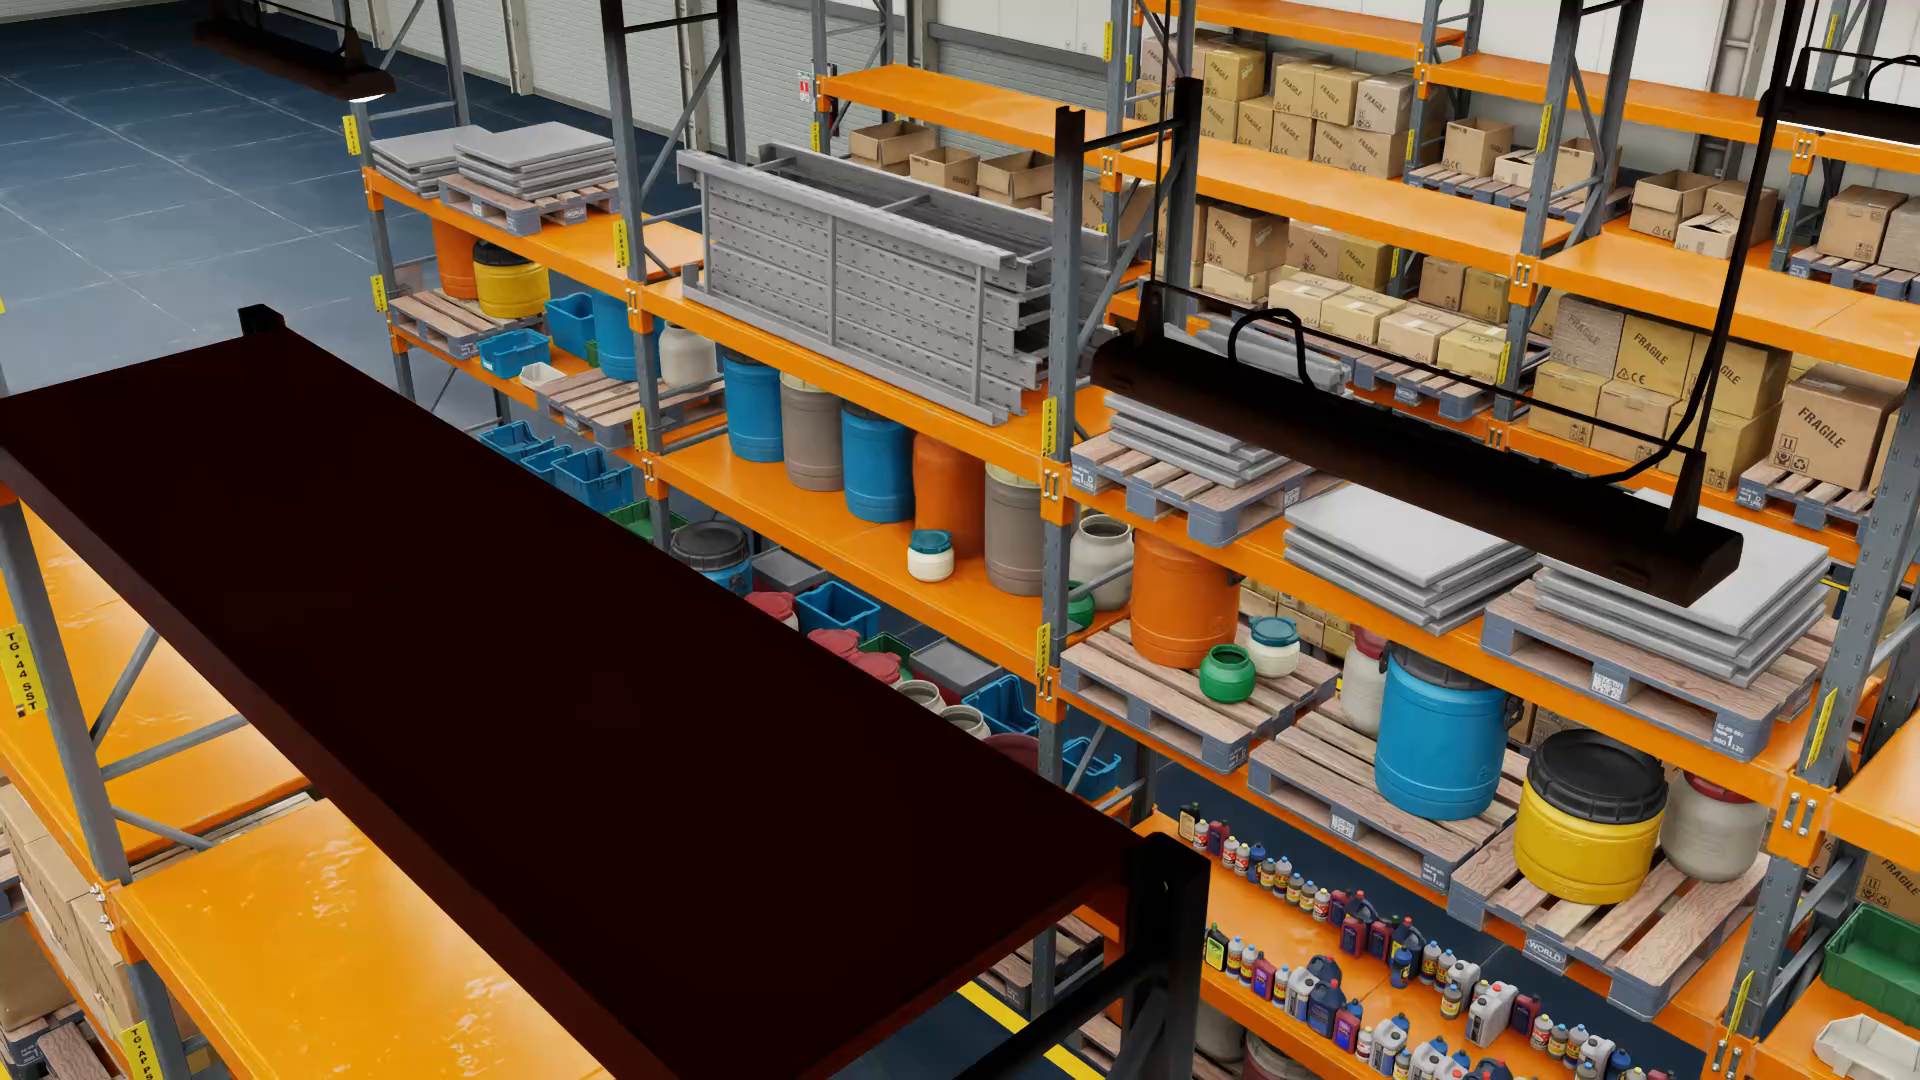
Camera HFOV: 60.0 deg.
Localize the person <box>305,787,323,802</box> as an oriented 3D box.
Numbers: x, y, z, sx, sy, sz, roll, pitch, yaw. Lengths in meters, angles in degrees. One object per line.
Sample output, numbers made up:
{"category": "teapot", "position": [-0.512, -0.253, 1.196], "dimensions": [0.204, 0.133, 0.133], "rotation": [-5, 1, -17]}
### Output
{"category": "person", "position": [-5.022, 1.326, 12.553], "dimensions": [0.617, 1.818, 0.846], "rotation": [-23, 36, -36]}
